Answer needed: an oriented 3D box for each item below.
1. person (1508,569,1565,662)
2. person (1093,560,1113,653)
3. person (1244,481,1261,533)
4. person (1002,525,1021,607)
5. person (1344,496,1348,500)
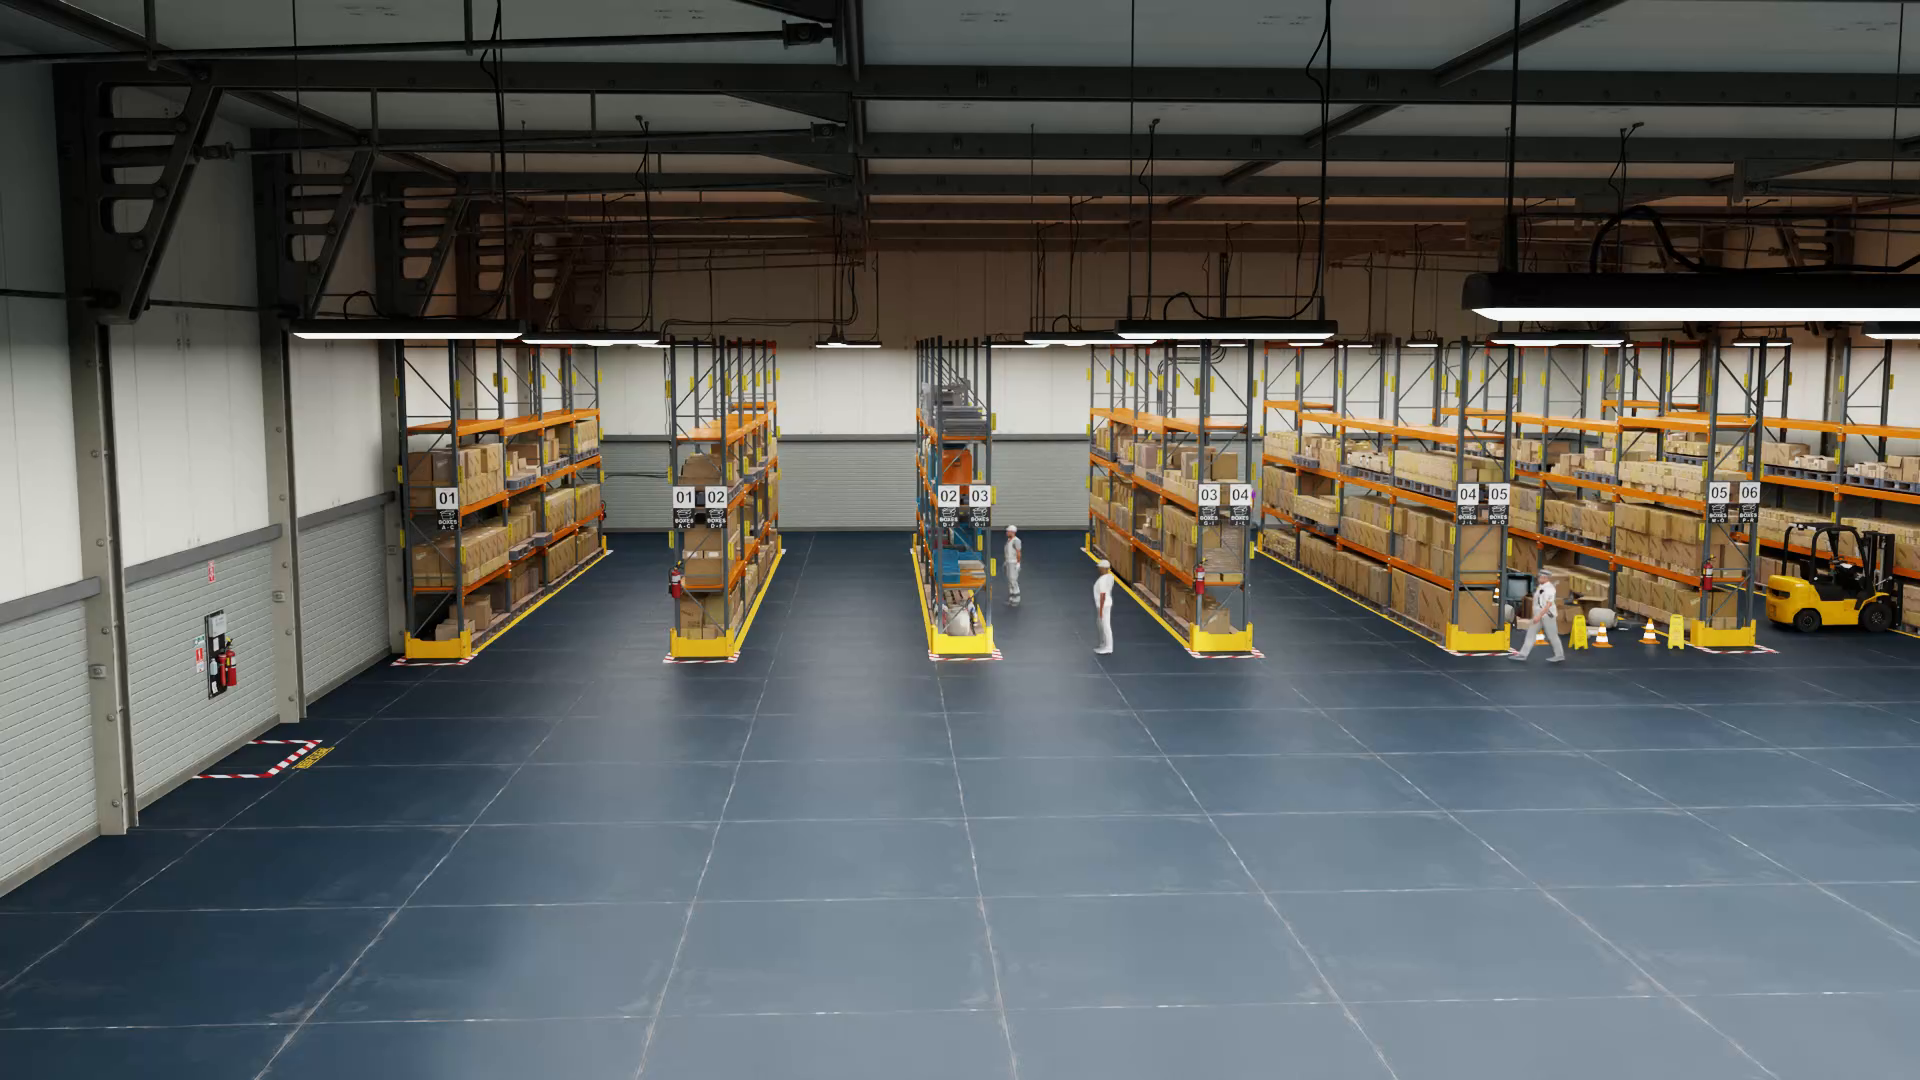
[{"bbox_3d":[10.638,1.389,30.495,0.970,1.716,0.534,-2,7,-14],"label":"person"},{"bbox_3d":[2.715,1.268,31.590,0.388,1.794,0.638,0,7,-3],"label":"person"},{"bbox_3d":[8.947,-0.999,51.521,0.946,1.734,0.591,-2,7,-15],"label":"person"},{"bbox_3d":[1.164,0.586,37.509,0.375,1.831,0.618,-3,7,-21],"label":"person"},{"bbox_3d":[10.789,-0.406,46.717,0.572,1.670,0.534,1,7,8],"label":"person"}]
